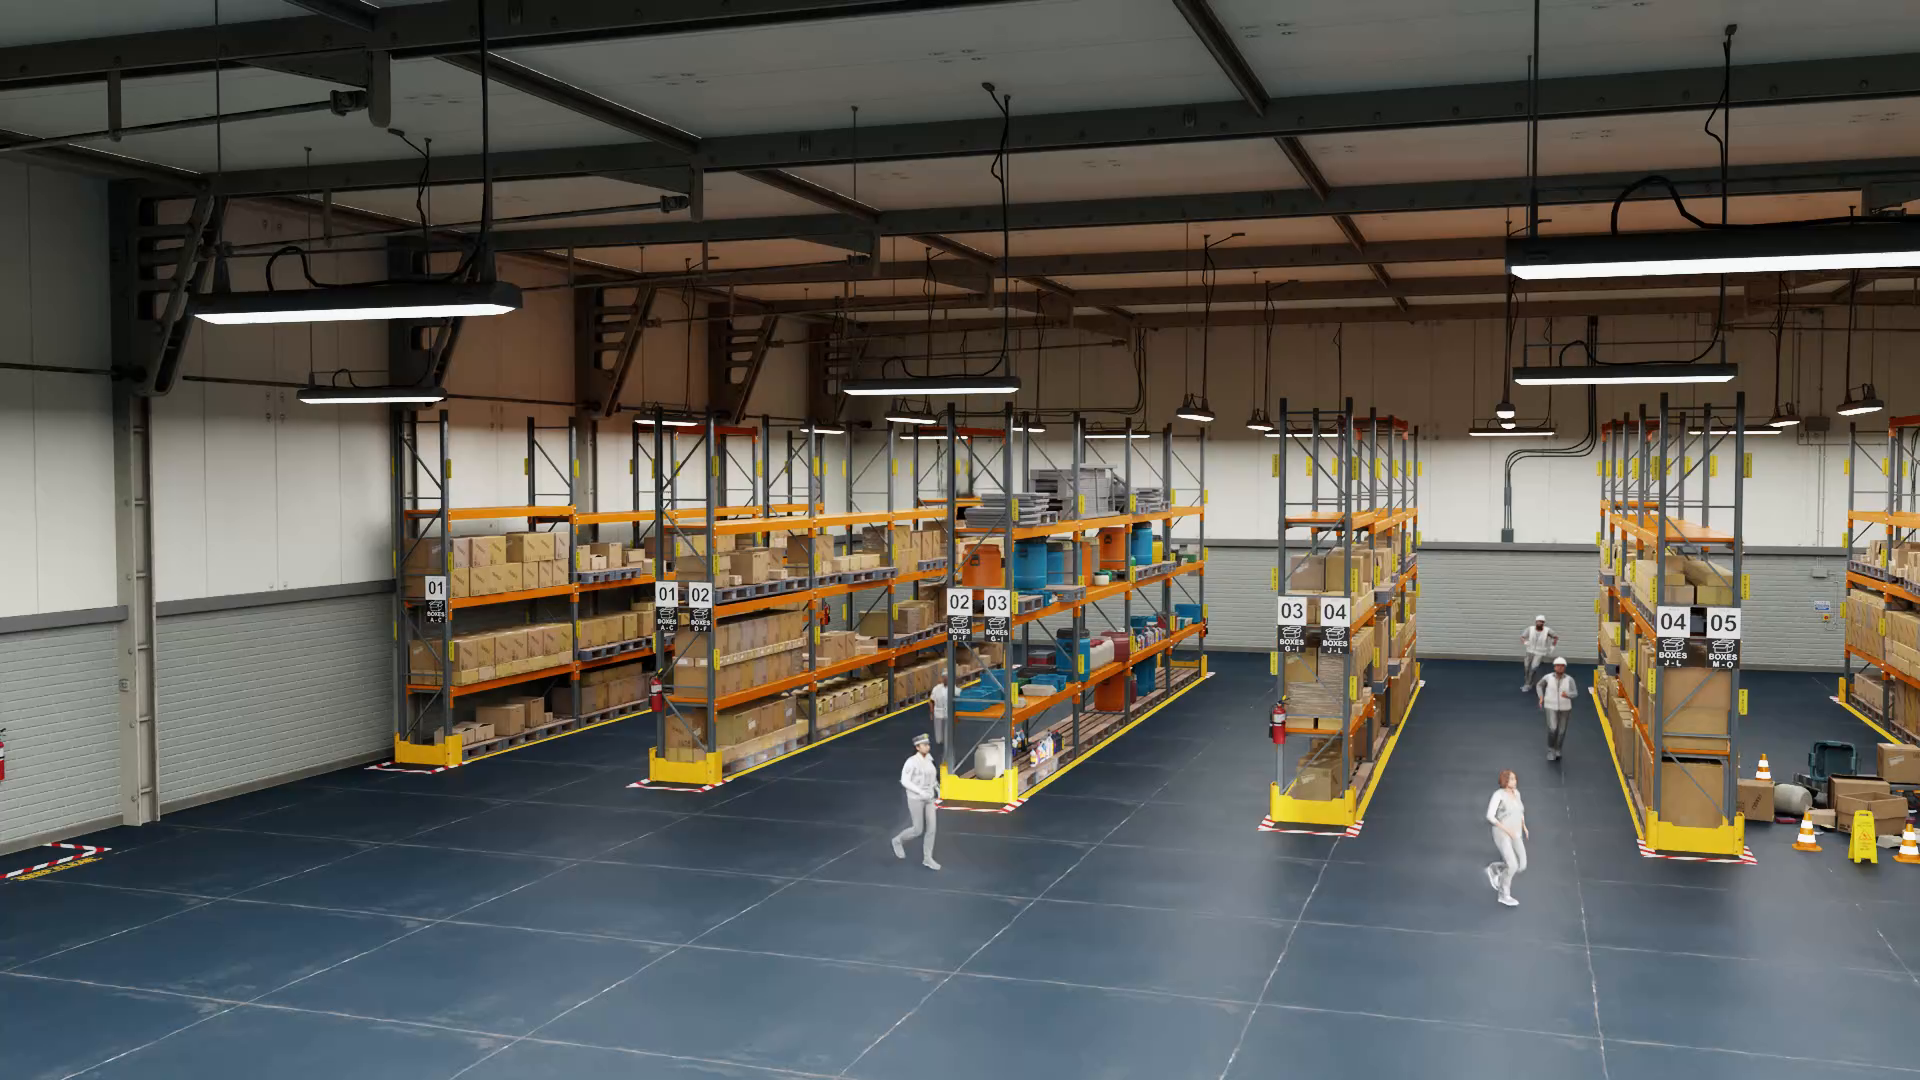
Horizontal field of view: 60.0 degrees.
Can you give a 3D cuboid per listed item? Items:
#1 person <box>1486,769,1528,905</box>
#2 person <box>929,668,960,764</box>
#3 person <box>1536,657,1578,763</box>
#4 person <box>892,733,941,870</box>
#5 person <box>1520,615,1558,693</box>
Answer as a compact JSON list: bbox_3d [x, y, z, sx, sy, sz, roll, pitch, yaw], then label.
[{"bbox_3d":[6.269,3.399,19.131,0.589,1.548,0.568,-2,3,-32],"label":"person"},{"bbox_3d":[-0.241,2.975,27.989,0.591,1.651,0.576,0,2,9],"label":"person"},{"bbox_3d":[10.217,2.898,28.420,0.638,1.790,0.686,0,2,10],"label":"person"},{"bbox_3d":[-0.517,3.269,20.983,0.737,1.696,0.644,2,3,42],"label":"person"},{"bbox_3d":[12.939,2.559,37.256,0.768,1.764,0.743,2,3,34],"label":"person"}]
